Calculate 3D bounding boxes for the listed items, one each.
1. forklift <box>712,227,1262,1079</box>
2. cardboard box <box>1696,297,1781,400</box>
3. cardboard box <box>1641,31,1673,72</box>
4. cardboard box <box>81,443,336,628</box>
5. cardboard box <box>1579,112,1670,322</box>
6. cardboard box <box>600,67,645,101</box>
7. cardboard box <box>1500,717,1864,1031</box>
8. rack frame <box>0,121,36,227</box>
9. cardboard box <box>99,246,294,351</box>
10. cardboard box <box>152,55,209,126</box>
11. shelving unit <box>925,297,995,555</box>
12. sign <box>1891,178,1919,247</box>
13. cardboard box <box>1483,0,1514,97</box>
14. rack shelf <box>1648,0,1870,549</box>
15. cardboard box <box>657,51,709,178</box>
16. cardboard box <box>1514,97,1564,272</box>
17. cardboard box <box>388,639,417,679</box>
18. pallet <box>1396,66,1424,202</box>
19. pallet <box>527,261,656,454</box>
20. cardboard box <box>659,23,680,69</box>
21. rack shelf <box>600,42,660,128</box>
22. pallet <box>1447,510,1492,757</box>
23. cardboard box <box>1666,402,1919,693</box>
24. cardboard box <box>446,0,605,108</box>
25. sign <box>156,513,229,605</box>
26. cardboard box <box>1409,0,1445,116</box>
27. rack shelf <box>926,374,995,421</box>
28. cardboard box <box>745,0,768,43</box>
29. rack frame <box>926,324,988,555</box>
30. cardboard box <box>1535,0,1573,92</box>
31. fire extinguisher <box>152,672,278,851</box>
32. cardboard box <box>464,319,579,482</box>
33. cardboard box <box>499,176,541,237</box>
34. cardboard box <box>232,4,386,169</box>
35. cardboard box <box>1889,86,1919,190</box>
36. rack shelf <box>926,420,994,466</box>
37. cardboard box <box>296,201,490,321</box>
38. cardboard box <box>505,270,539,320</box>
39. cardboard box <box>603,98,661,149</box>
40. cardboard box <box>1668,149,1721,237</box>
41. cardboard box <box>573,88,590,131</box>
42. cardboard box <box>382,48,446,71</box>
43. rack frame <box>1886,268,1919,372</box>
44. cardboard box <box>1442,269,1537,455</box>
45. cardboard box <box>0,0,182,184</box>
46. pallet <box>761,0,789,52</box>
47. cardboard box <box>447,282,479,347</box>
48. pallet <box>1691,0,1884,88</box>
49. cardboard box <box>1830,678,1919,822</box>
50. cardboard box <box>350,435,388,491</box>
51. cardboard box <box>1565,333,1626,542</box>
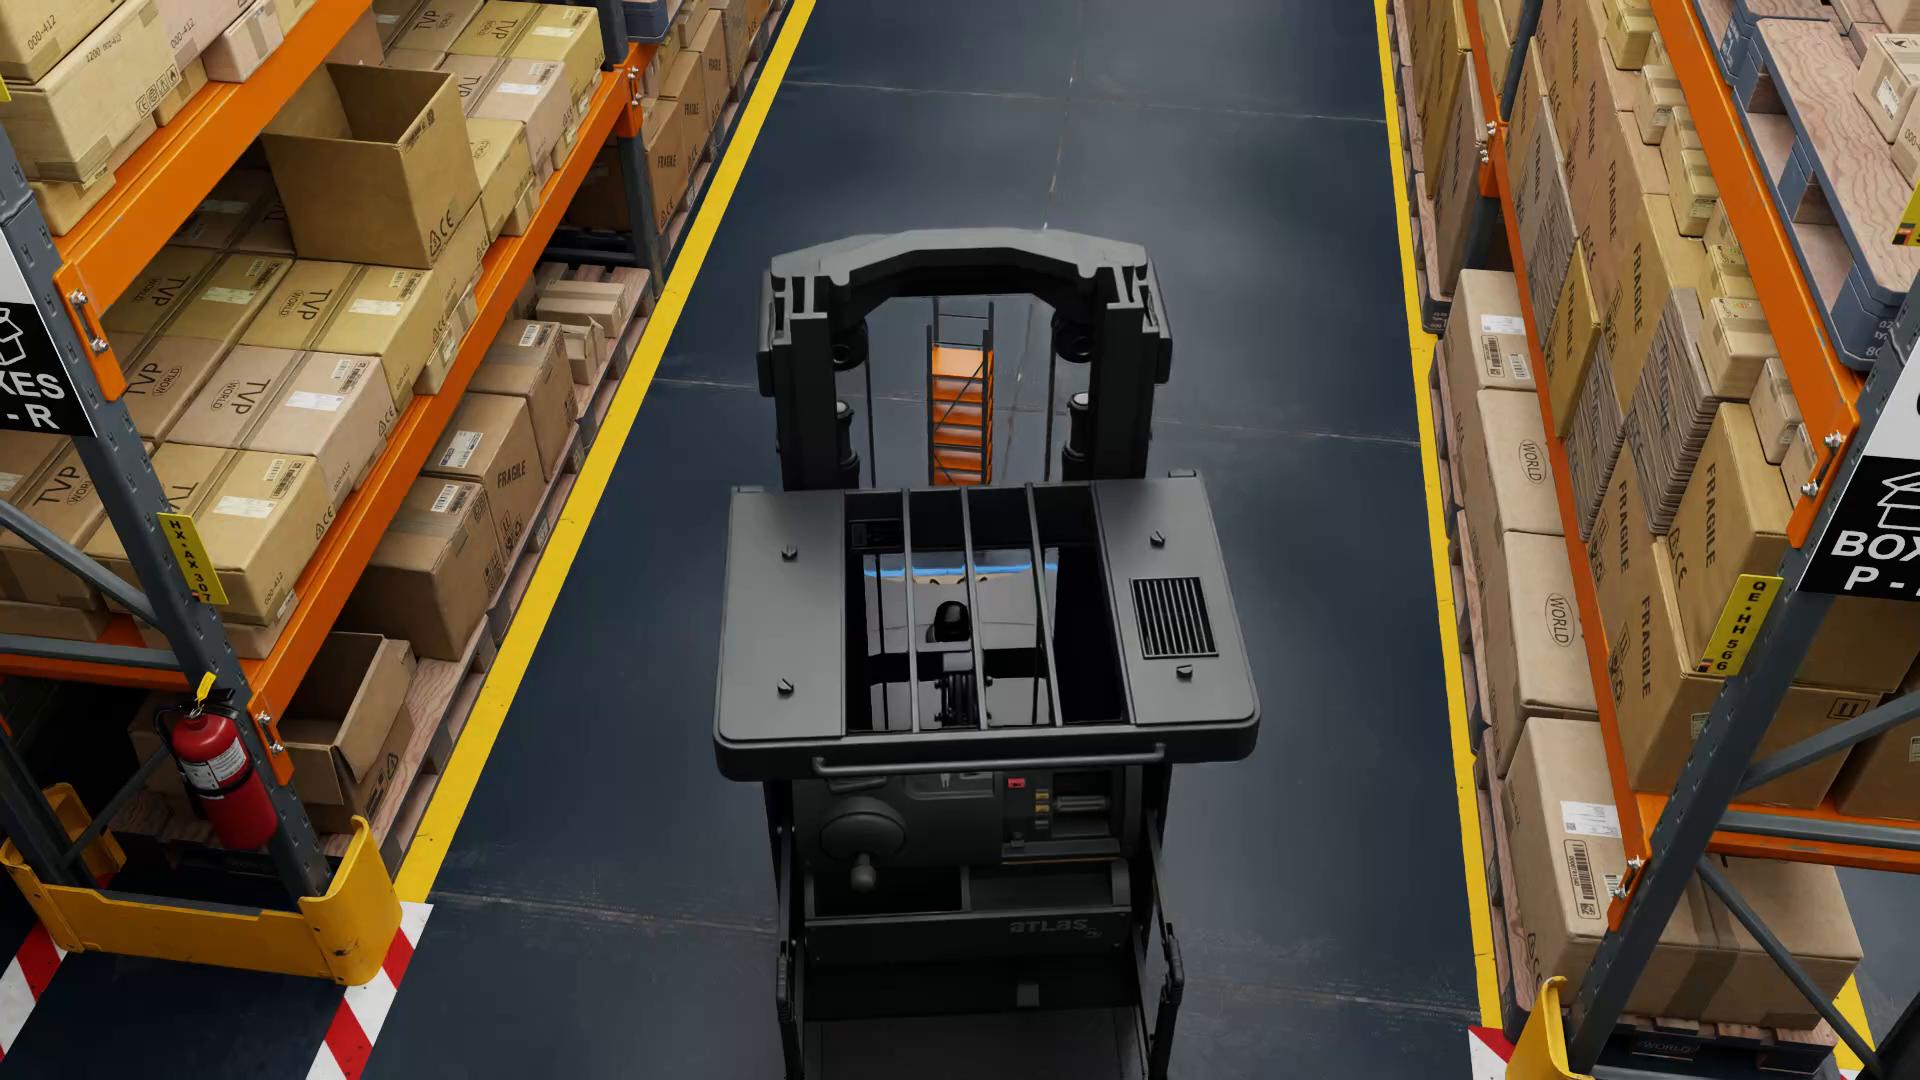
[{"bbox_3d":[0.035,0.813,4.281,1.130,2.935,3.031,-2,43,-2],"label":"forklift"},{"bbox_3d":[2.158,-0.490,4.336,0.380,0.149,0.250,5,44,5],"label":"cardboard box"},{"bbox_3d":[2.460,-1.528,5.432,0.380,0.149,0.250,5,44,5],"label":"cardboard box"},{"bbox_3d":[-2.245,-0.020,5.005,0.500,0.250,0.500,5,44,6],"label":"cardboard box"},{"bbox_3d":[2.354,-1.021,5.369,0.500,0.500,0.500,5,44,5],"label":"cardboard box"},{"bbox_3d":[-1.792,-2.222,8.262,0.380,0.149,0.250,5,44,5],"label":"cardboard box"},{"bbox_3d":[2.337,1.085,5.502,0.875,0.438,0.875,4,44,4],"label":"cardboard box"},{"bbox_3d":[-2.572,-1.861,2.692,1.000,3.000,0.127,5,44,6],"label":"rack frame"},{"bbox_3d":[-2.634,-0.762,5.788,0.500,0.250,0.500,7,44,7],"label":"cardboard box"},{"bbox_3d":[-2.240,-1.231,4.391,0.380,0.149,0.250,5,44,6],"label":"cardboard box"},{"bbox_3d":[0.002,-0.446,6.870,0.258,1.200,0.189,5,44,6],"label":"shelving unit"},{"bbox_3d":[1.813,-0.674,3.035,0.100,0.325,0.005,5,44,6],"label":"sign"},{"bbox_3d":[2.687,-2.234,7.559,0.500,0.250,0.500,4,44,5],"label":"cardboard box"},{"bbox_3d":[2.613,-1.425,4.937,1.077,0.370,4.000,5,44,6],"label":"rack shelf"},{"bbox_3d":[-1.695,-2.326,9.060,0.500,0.500,0.500,5,44,5],"label":"cardboard box"},{"bbox_3d":[2.486,-1.357,6.451,0.500,0.500,0.500,5,44,6],"label":"cardboard box"},{"bbox_3d":[-2.302,0.506,6.324,0.380,0.149,0.250,4,44,4],"label":"cardboard box"},{"bbox_3d":[3.064,-2.314,9.562,1.003,0.211,1.213,5,44,6],"label":"pallet"},{"bbox_3d":[-2.135,-0.928,8.099,1.003,0.211,1.213,5,44,6],"label":"pallet"},{"bbox_3d":[-1.726,-2.669,8.950,0.380,0.149,0.250,5,44,5],"label":"cardboard box"},{"bbox_3d":[-1.779,-3.510,9.321,1.077,0.370,4.000,5,44,6],"label":"rack shelf"},{"bbox_3d":[2.541,0.398,6.698,1.003,0.211,1.213,5,44,6],"label":"pallet"},{"bbox_3d":[2.177,0.017,4.273,0.500,0.500,0.500,7,44,7],"label":"cardboard box"},{"bbox_3d":[-1.868,-2.093,7.193,0.500,0.250,0.500,6,44,7],"label":"cardboard box"},{"bbox_3d":[-2.034,0.053,4.405,0.100,0.325,0.005,5,44,6],"label":"sign"},{"bbox_3d":[3.111,-2.996,9.495,0.875,0.875,0.875,6,44,6],"label":"cardboard box"},{"bbox_3d":[0.002,-0.588,6.736,0.258,0.103,0.180,5,44,6],"label":"rack shelf"},{"bbox_3d":[-1.500,-3.374,10.167,0.500,0.500,0.500,7,44,7],"label":"cardboard box"},{"bbox_3d":[-0.010,-0.383,6.804,0.240,1.200,0.006,5,44,6],"label":"rack frame"},{"bbox_3d":[2.575,-2.056,6.462,0.500,0.500,0.500,6,44,6],"label":"cardboard box"},{"bbox_3d":[-2.133,0.624,4.759,0.296,0.674,0.183,5,44,6],"label":"fire extinguisher"},{"bbox_3d":[-2.108,-0.622,7.260,0.700,0.500,0.500,4,44,4],"label":"cardboard box"},{"bbox_3d":[-1.925,-1.365,6.715,0.380,0.149,0.250,5,44,5],"label":"cardboard box"},{"bbox_3d":[-2.504,-1.743,6.279,0.500,0.500,0.500,4,44,4],"label":"cardboard box"},{"bbox_3d":[2.319,-0.772,3.455,0.500,0.250,0.500,2,43,2],"label":"cardboard box"},{"bbox_3d":[0.002,-0.413,6.901,0.258,0.103,0.180,5,44,6],"label":"rack shelf"},{"bbox_3d":[-2.068,-1.060,6.103,0.500,0.250,0.500,4,44,4],"label":"cardboard box"},{"bbox_3d":[-2.365,-1.156,7.961,0.500,0.311,0.500,7,44,7],"label":"cardboard box"},{"bbox_3d":[-1.732,-2.109,8.359,0.380,0.149,0.250,7,44,7],"label":"cardboard box"},{"bbox_3d":[2.312,-1.006,4.881,0.380,0.149,0.250,6,44,7],"label":"cardboard box"},{"bbox_3d":[-1.848,-1.897,7.277,0.380,0.149,0.250,6,44,7],"label":"cardboard box"},{"bbox_3d":[-2.435,-1.806,6.891,0.500,0.250,0.500,5,44,5],"label":"cardboard box"},{"bbox_3d":[2.349,-1.412,2.218,1.000,3.000,0.127,5,44,6],"label":"rack frame"},{"bbox_3d":[2.688,-0.764,7.455,0.875,0.438,0.875,5,44,5],"label":"cardboard box"},{"bbox_3d":[-2.242,-1.103,3.966,0.500,0.250,0.500,5,44,5],"label":"cardboard box"},{"bbox_3d":[-1.650,-3.616,10.938,1.003,0.211,1.213,5,44,6],"label":"pallet"},{"bbox_3d":[-2.022,-0.845,6.165,0.380,0.149,0.250,6,44,6],"label":"cardboard box"},{"bbox_3d":[2.595,-1.631,4.696,1.003,0.211,1.213,5,44,6],"label":"pallet"},{"bbox_3d":[2.697,0.429,4.565,0.500,0.500,0.500,5,44,5],"label":"cardboard box"},{"bbox_3d":[-2.174,-0.317,5.608,0.380,0.149,0.250,7,44,7],"label":"cardboard box"},{"bbox_3d":[2.290,-0.315,5.350,0.500,0.500,0.500,6,44,7],"label":"cardboard box"}]
